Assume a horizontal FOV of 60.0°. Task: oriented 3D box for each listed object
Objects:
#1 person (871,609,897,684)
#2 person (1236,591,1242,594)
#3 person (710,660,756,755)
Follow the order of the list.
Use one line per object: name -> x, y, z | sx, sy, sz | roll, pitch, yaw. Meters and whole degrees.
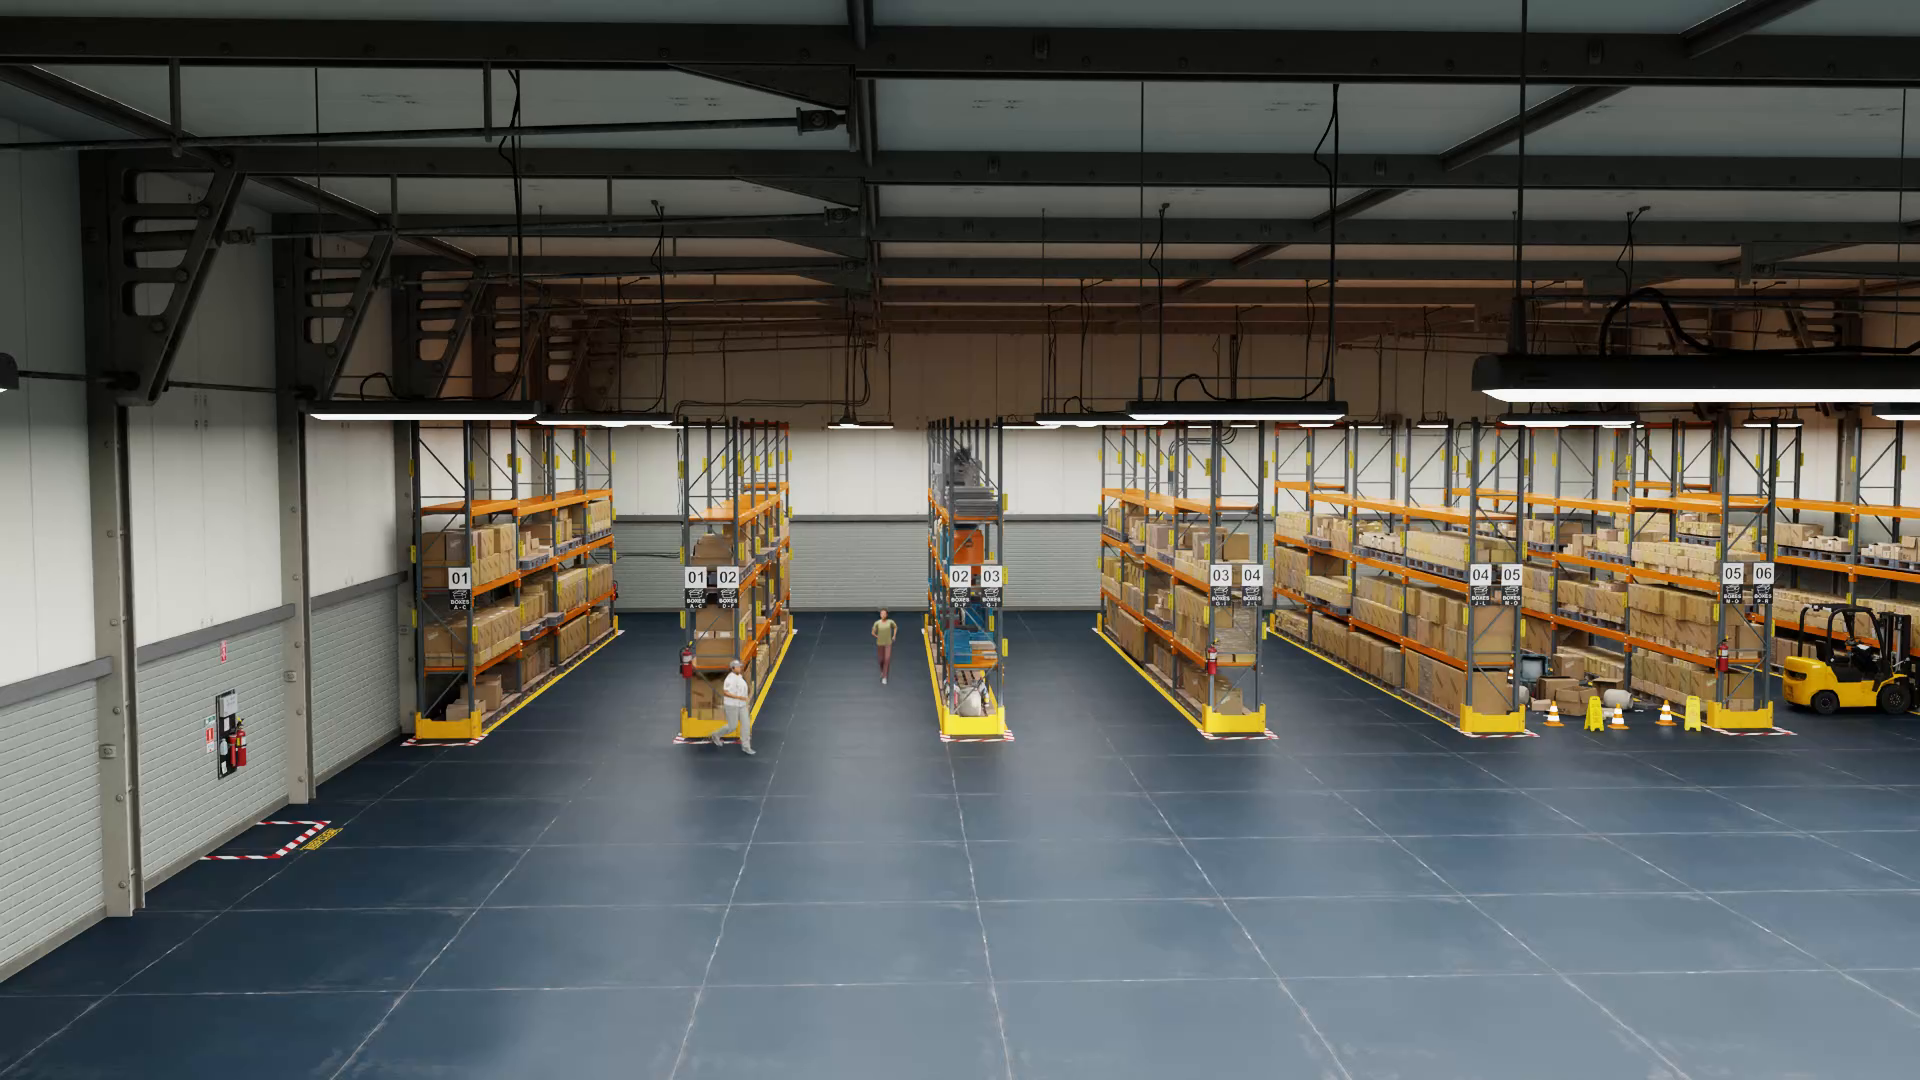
person -> -1.732, 2.408, 38.041 | 0.588, 1.676, 0.952 | 0, 4, 1
person -> 7.857, 1.833, 47.554 | 0.570, 1.581, 0.787 | 2, 4, 29
person -> -4.033, 2.974, 29.648 | 0.875, 1.683, 0.622 | 2, 4, 24
